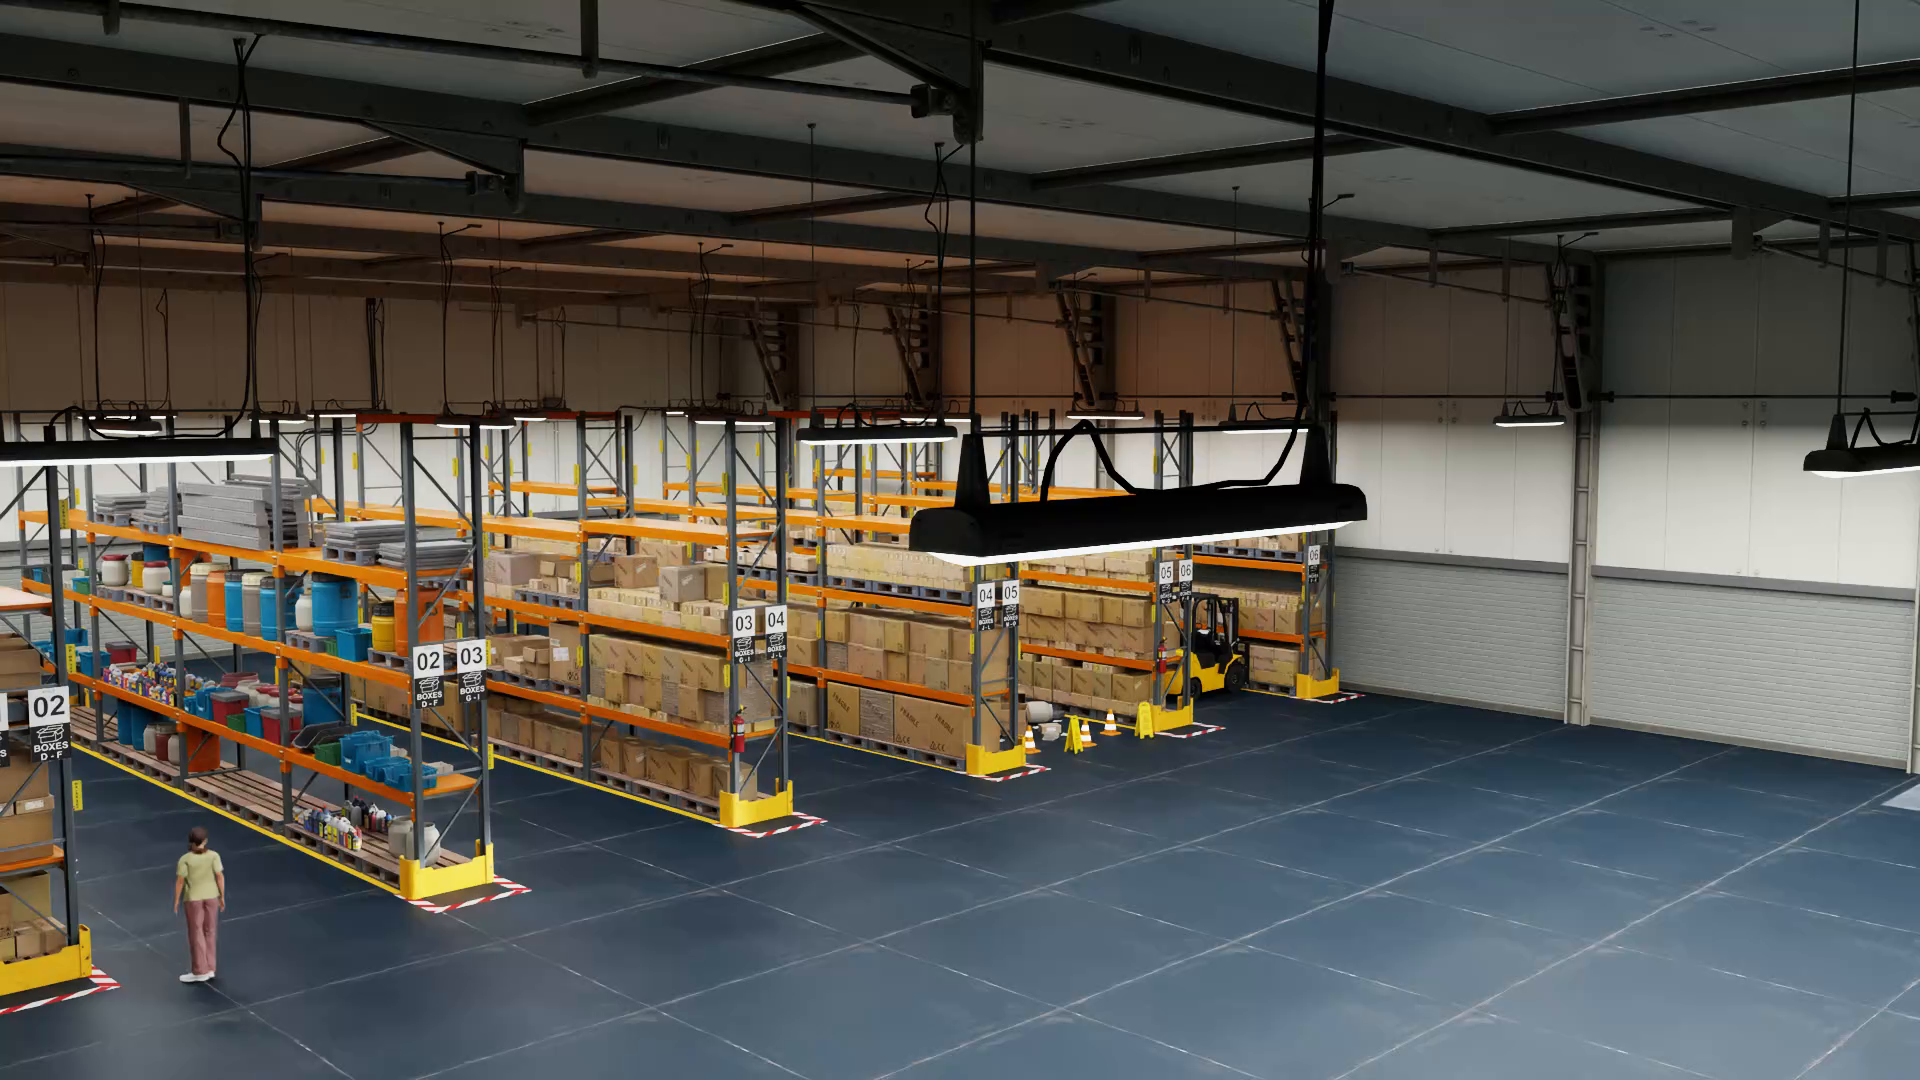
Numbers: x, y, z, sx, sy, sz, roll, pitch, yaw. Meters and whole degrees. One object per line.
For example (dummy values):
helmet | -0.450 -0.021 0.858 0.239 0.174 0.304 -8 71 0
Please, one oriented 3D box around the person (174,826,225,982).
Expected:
person | -8.239 3.945 18.023 0.495 1.675 0.358 -3 6 -32
